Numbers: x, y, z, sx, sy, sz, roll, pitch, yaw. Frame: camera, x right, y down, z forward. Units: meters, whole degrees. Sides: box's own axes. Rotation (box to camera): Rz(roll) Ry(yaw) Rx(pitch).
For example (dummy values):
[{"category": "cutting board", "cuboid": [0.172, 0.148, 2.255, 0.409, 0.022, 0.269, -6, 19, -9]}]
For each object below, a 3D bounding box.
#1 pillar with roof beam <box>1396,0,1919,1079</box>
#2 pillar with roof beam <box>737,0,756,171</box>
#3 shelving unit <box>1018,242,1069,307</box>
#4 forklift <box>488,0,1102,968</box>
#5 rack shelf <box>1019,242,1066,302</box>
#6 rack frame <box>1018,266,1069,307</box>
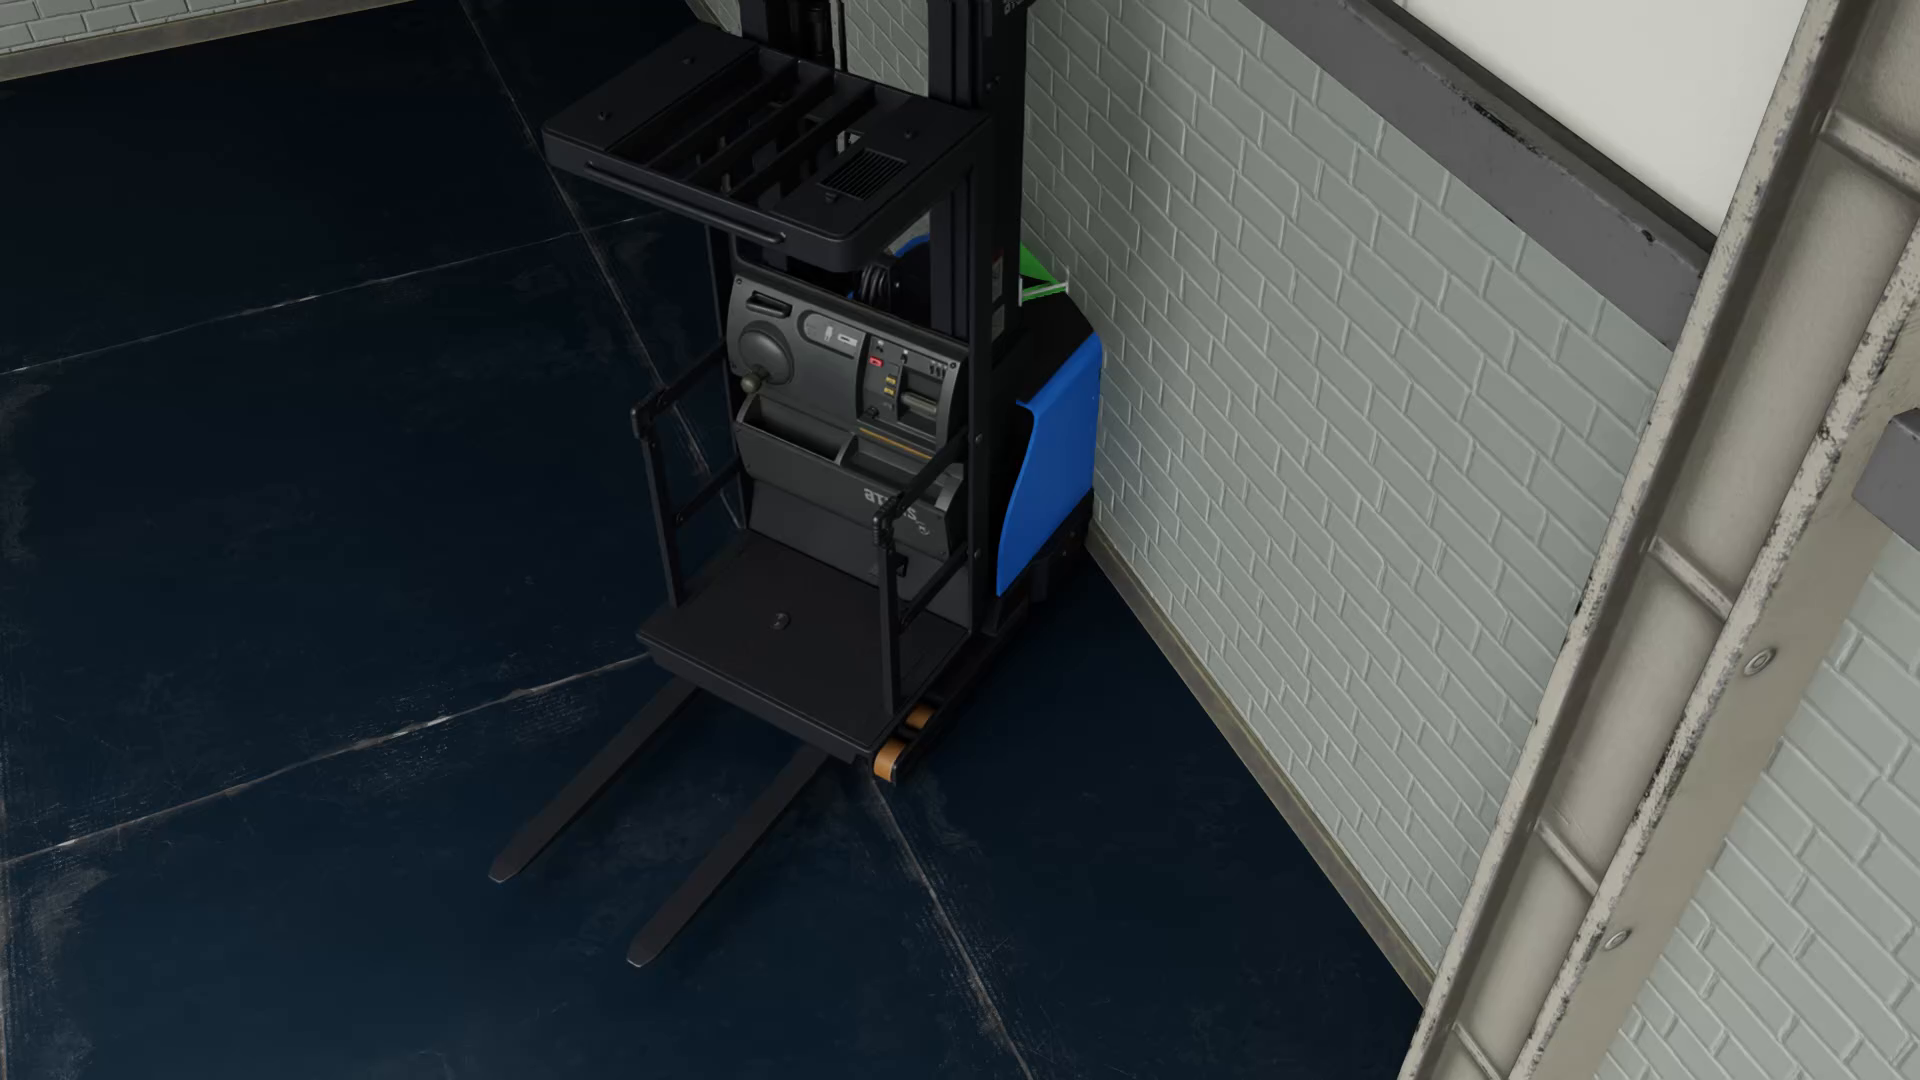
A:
[{"category": "pillar with roof beam", "cuboid": [-2.302, -0.086, 0.799, 9.100, 9.000, 0.400, -18, 47, -17]}, {"category": "pillar with roof beam", "cuboid": [-4.825, -3.910, 4.674, 9.100, 9.000, 0.400, -18, 47, -17]}, {"category": "shelving unit", "cuboid": [0.226, -0.730, 6.980, 0.258, 1.200, 0.503, -17, 44, -18]}, {"category": "forklift", "cuboid": [-0.519, -0.522, 5.561, 1.130, 2.935, 3.031, 24, 49, 22]}, {"category": "rack shelf", "cuboid": [0.225, -1.044, 6.707, 0.258, 0.148, 0.480, -17, 44, -18]}, {"category": "rack frame", "cuboid": [0.329, -0.585, 6.813, 0.240, 1.200, 0.015, -17, 44, -18]}]
